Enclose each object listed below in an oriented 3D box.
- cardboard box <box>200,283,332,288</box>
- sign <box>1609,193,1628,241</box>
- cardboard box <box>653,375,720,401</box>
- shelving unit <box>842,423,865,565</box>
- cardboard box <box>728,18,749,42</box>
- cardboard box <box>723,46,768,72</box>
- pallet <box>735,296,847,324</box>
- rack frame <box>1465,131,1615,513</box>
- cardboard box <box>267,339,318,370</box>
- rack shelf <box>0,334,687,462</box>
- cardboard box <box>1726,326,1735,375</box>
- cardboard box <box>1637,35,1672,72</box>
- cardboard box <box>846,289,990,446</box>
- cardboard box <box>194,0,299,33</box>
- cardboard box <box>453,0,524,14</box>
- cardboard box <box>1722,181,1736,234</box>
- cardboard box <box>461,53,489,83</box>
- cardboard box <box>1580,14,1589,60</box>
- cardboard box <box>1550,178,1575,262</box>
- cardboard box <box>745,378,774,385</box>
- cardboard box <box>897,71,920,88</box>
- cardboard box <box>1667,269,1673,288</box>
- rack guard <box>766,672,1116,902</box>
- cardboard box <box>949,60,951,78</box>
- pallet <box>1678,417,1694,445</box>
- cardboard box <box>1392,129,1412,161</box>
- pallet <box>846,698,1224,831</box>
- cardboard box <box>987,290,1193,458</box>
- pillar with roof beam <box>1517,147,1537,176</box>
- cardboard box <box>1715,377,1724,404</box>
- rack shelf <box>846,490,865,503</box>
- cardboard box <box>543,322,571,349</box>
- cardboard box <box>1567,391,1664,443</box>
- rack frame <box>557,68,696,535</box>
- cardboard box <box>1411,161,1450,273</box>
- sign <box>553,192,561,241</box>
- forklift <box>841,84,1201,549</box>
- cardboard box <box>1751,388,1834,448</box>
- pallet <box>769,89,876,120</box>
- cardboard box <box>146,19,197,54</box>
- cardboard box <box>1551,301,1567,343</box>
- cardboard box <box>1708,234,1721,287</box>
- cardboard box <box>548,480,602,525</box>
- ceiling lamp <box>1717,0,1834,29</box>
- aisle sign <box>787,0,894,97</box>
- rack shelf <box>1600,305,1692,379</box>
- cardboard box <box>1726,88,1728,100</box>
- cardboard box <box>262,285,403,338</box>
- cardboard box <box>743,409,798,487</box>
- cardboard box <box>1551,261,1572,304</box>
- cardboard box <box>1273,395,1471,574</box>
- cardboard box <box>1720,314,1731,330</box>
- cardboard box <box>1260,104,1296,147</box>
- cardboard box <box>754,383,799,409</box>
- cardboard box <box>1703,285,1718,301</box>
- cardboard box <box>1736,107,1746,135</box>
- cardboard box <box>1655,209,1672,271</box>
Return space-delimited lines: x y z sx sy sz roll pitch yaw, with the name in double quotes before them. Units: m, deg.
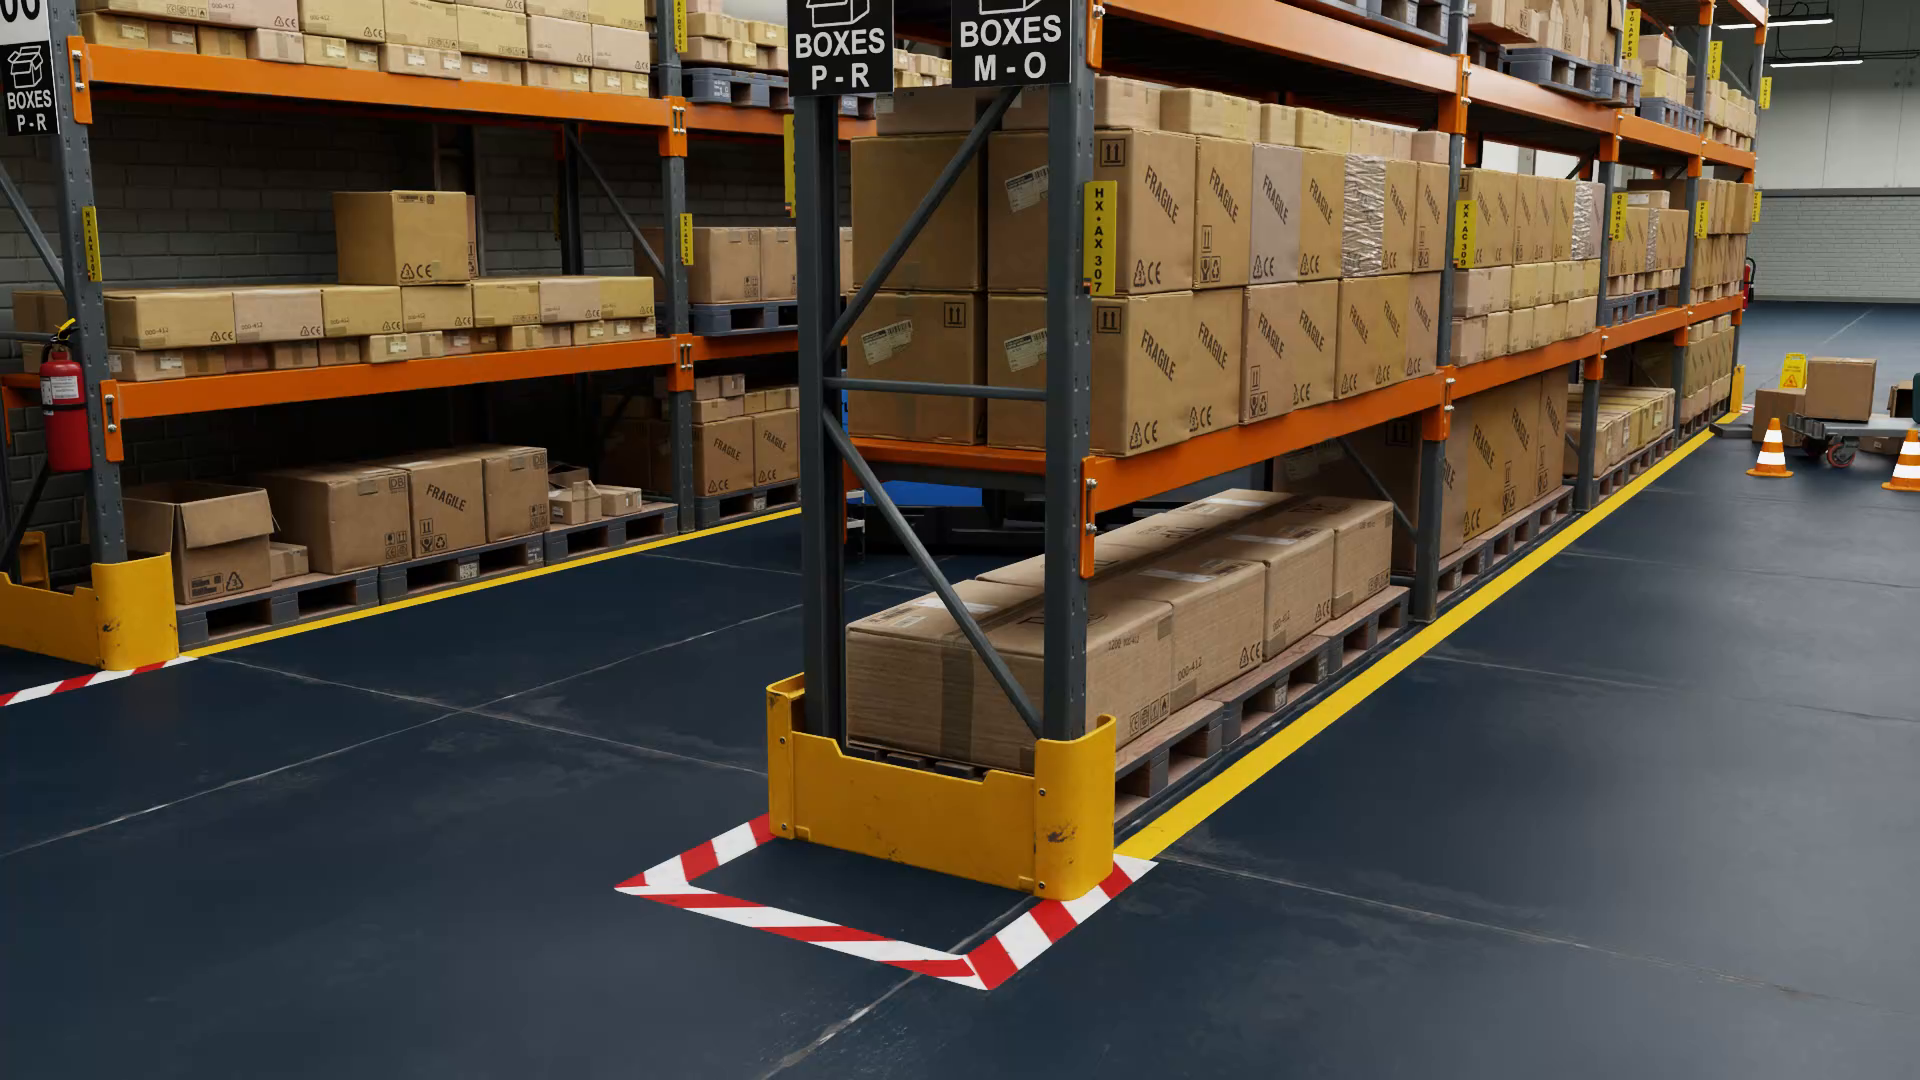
"cardboard box" -3.769 -1.265 9.075 0.500 0.250 0.500 7 13 32
"sign" 4.563 -2.238 11.525 0.100 0.325 0.005 6 12 31
"cardboard box" -1.872 -1.045 11.382 0.380 0.149 0.250 6 12 30
"shelving unit" -0.731 -0.298 10.017 0.210 0.900 0.258 -9 14 -39
"cardboard box" -1.627 -3.372 11.040 0.380 0.149 0.250 7 12 32
"cardboard box" -1.527 -3.268 11.291 0.380 0.149 0.250 7 12 31
"pallet" -1.163 -1.794 12.823 1.003 0.211 1.213 6 12 31
"rack frame" 4.087 -1.721 11.912 1.000 3.000 0.127 6 12 31
"cardboard box" -3.523 -0.962 8.537 0.380 0.149 0.250 7 13 32
"rack shelf" -3.272 -0.898 9.467 1.077 0.370 4.000 6 12 31
"cardboard box" 8.047 -2.052 17.971 0.500 0.500 0.500 6 12 31
"cardboard box" 5.461 -3.937 13.505 0.500 0.250 0.500 7 12 32
"cardboard box" -0.042 -0.613 5.722 0.500 0.500 0.500 6 12 31
"cardboard box" -3.601 -2.609 8.102 0.500 0.250 0.500 7 13 32
"cardboard box" -2.817 -3.097 9.346 0.500 0.250 0.500 7 12 32
"cardboard box" 7.145 -3.240 16.228 0.700 0.500 0.500 6 12 29
"cardboard box" -2.866 -2.635 9.322 0.380 0.149 0.250 7 12 31
"cardboard box" 3.671 -3.086 10.274 0.396 0.266 0.258 6 12 29
"cardboard box" 3.519 -1.997 10.393 0.500 0.500 0.500 6 12 31
"cardboard box" -1.654 -1.156 12.778 0.380 0.149 0.250 7 12 31
"cardboard box" -0.537 -3.592 13.075 0.380 0.149 0.250 6 12 31
"cardboard box" 5.877 -2.242 14.236 0.380 0.149 0.250 6 12 30
"rack guard" -0.079 0.769 5.401 1.175 0.500 0.348 6 12 31
"cardboard box" -0.083 -3.855 13.675 0.380 0.149 0.250 7 13 33
"pallet" 6.482 -1.089 16.111 1.003 0.211 1.213 6 12 31
"cardboard box" 1.892 -1.842 7.803 0.380 0.149 0.250 7 13 32
"pallet" 0.282 0.774 6.159 1.003 0.211 1.213 6 12 31
"cardboard box" 0.428 -0.560 5.438 0.500 0.500 0.500 6 12 30
"pillar with roof beam" 15.889 -8.798 33.409 9.100 9.000 0.548 6 12 31
"cardboard box" 7.775 -1.601 17.599 0.500 0.250 0.500 6 12 31
"rack shelf" -0.731 -0.266 10.023 0.200 0.077 0.258 -9 14 -39
"cardboard box" -2.574 -1.243 10.040 0.380 0.149 0.250 7 13 32
"cardboard box" 5.523 -1.069 14.427 0.950 0.372 0.625 7 13 34
"rack frame" -2.234 -1.566 11.081 1.000 3.000 0.127 6 12 31
"cardboard box" 2.001 -1.532 7.913 0.500 0.500 0.500 6 12 30
"sign" -2.710 -2.187 11.255 0.100 0.325 0.005 6 12 31
"forklift" 0.626 -1.432 10.554 3.031 2.935 1.130 1 11 4
"cardboard box" 7.883 -1.161 15.707 0.500 0.500 0.500 -4 11 -18
"pallet" -1.300 -3.207 12.207 1.213 0.211 1.003 6 12 31
"cardboard box" -3.833 -2.359 7.851 0.380 0.149 0.250 7 12 32
"cardboard box" 3.519 -1.384 10.516 0.500 0.250 0.500 6 12 30
"cardboard box" 7.143 -2.747 16.311 0.500 0.500 0.500 6 12 30
"cardboard box" -2.458 -0.257 10.376 0.396 0.266 0.258 7 13 33
"ceiling lamp" 15.763 -11.472 31.827 2.000 3.185 0.800 6 12 31
"aisle sign" -0.369 -1.759 5.049 0.394 0.787 0.004 6 12 31
"rack shelf" 5.125 -1.682 13.658 1.077 0.370 4.000 6 12 31
"cardboard box" 7.235 -4.322 16.166 0.380 0.149 0.250 6 12 30
"cardboard box" -3.323 -1.214 8.802 0.500 0.250 0.500 6 12 30
"cardboard box" -1.523 -0.683 12.016 0.500 0.500 0.500 6 12 30
"cardboard box" 3.541 -1.629 10.470 0.500 0.250 0.500 6 12 29
"cardboard box" 2.264 -0.359 9.270 0.875 0.875 0.875 7 13 32
"cardboard box" 7.914 -2.307 17.569 0.380 0.149 0.250 7 13 32
"cardboard box" 1.040 -1.555 6.269 0.380 0.149 0.250 7 12 31
"cardboard box" -1.327 -1.066 12.300 0.380 0.149 0.250 6 12 31
"cardboard box" 7.273 -2.446 16.466 0.380 0.149 0.250 6 12 31
"cardboard box" 7.677 -4.259 16.915 0.500 0.250 0.500 7 13 32
"cardboard box" 5.590 -2.499 13.844 0.500 0.500 0.500 7 13 33
